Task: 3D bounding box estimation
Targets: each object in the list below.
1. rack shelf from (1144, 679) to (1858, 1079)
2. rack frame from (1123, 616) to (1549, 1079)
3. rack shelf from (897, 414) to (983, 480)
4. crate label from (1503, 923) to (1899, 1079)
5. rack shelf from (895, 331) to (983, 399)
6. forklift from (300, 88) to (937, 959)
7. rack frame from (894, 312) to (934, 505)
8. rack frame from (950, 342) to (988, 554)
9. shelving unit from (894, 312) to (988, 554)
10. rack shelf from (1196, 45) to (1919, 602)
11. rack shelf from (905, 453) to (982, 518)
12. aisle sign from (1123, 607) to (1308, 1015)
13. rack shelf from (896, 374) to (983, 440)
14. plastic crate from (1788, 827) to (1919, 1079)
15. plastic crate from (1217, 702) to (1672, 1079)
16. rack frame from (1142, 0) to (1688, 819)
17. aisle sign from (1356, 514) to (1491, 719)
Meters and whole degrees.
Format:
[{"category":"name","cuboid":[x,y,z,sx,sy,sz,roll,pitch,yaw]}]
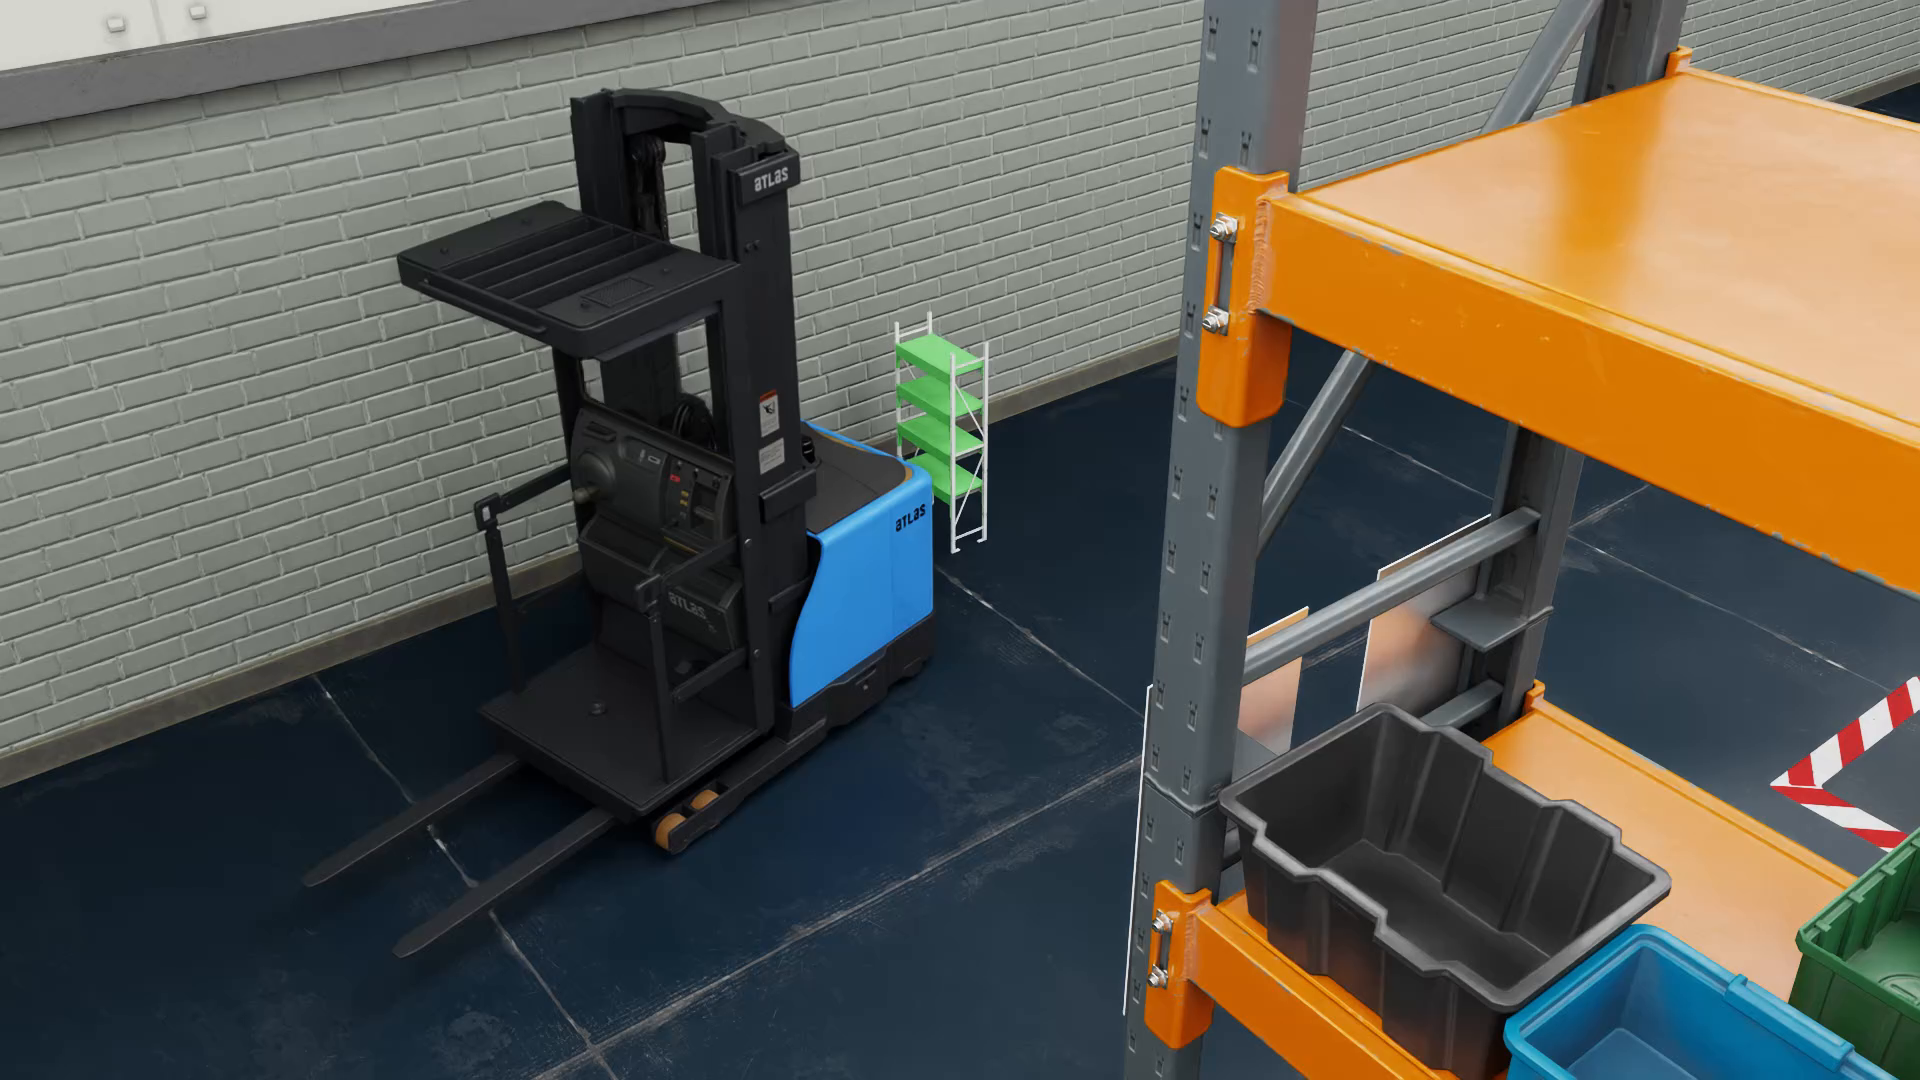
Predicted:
[{"category":"rack shelf","cuboid":[1.977,1.422,1.956,1.077,0.370,4.000,-22,38,-31]},{"category":"rack frame","cuboid":[0.751,1.557,3.899,1.000,3.000,0.127,-22,38,-31]},{"category":"rack shelf","cuboid":[-0.101,-0.524,9.078,0.258,0.148,0.480,-22,38,-31]},{"category":"crate label","cuboid":[1.061,0.835,2.360,0.408,0.251,0.502,-22,38,-31]},{"category":"rack shelf","cuboid":[-0.101,-0.932,8.825,0.258,0.148,0.480,-22,38,-31]},{"category":"forklift","cuboid":[-1.428,-0.208,6.807,1.130,2.935,3.031,23,39,32]},{"category":"rack frame","cuboid":[-0.251,-0.680,9.208,0.240,1.200,0.015,-22,38,-31]},{"category":"rack frame","cuboid":[0.048,-0.477,8.881,0.240,1.200,0.015,-22,38,-31]},{"category":"shelving unit","cuboid":[-0.101,-0.579,9.045,0.258,1.200,0.503,-22,38,-31]},{"category":"rack shelf","cuboid":[1.977,0.318,1.270,1.077,0.370,4.000,-22,38,-31]},{"category":"rack shelf","cuboid":[-0.101,-0.321,9.205,0.258,0.148,0.480,-22,38,-31]},{"category":"aisle sign","cuboid":[0.472,0.519,3.107,0.394,0.787,0.004,-22,38,-31]},{"category":"rack shelf","cuboid":[-0.101,-0.728,8.952,0.258,0.148,0.480,-22,38,-31]},{"category":"plastic crate","cuboid":[1.581,0.692,2.651,0.450,0.188,0.336,-22,38,-31]},{"category":"plastic crate","cuboid":[0.767,0.589,2.739,0.497,0.269,0.590,-22,38,-31]},{"category":"rack frame","cuboid":[0.751,-0.991,2.317,1.000,3.000,0.127,-22,38,-31]},{"category":"aisle sign","cuboid":[0.938,0.328,3.414,0.394,0.787,0.004,-22,38,-31]}]
